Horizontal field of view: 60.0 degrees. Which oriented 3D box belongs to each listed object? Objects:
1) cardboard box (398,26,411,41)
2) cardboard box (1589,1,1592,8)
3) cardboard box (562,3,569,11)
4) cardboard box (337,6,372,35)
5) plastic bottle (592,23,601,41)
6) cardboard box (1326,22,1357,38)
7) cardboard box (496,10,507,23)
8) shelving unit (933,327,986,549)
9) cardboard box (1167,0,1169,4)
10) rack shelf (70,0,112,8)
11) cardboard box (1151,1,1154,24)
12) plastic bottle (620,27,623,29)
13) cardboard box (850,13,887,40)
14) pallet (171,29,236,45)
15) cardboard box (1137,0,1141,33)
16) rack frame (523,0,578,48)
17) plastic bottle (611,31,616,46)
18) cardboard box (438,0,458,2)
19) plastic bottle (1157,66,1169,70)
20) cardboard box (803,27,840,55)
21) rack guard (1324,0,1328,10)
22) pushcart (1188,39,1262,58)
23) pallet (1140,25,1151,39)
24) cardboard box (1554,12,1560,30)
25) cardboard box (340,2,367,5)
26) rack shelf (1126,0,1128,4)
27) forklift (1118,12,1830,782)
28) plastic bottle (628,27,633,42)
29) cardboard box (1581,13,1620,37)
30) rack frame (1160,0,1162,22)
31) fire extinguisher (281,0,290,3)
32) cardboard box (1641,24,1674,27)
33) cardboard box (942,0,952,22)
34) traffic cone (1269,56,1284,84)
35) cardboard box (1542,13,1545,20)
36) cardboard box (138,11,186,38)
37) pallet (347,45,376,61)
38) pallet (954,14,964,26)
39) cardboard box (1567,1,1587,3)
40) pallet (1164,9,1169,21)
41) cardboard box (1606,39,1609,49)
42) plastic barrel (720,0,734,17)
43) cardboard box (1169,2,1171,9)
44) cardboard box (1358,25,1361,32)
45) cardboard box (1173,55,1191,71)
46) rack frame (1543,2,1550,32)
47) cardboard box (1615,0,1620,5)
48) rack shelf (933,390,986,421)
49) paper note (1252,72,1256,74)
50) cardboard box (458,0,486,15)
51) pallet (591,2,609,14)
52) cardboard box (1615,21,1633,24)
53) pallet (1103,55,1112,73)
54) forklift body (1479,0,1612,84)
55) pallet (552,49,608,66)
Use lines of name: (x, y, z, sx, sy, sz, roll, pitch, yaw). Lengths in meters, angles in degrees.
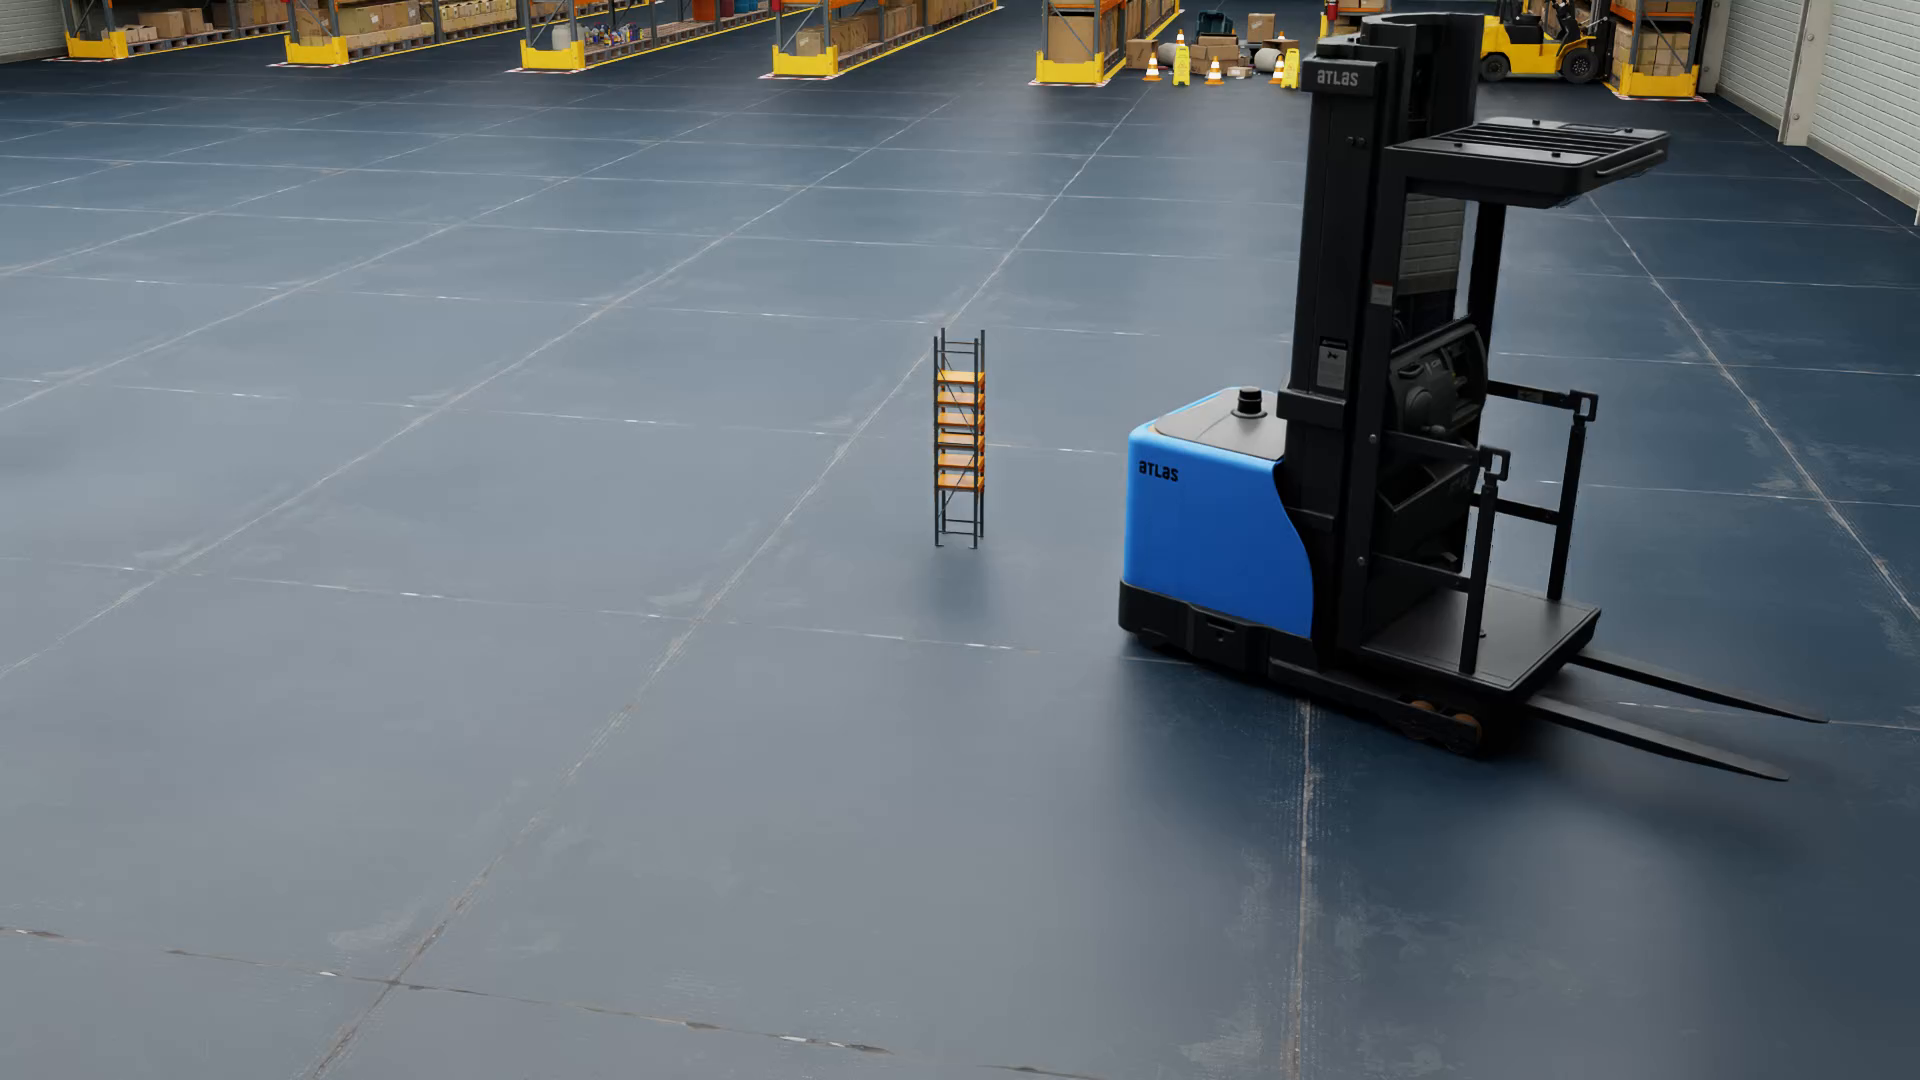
cardboard box: (-11.833, -10.589, 34.750, 0.500, 0.250, 0.500, 4, 22, 11)
cardboard box: (13.938, -11.683, 36.263, 0.380, 0.149, 0.250, 4, 22, 10)
cardboard box: (-10.153, -13.627, 41.930, 0.500, 0.500, 0.500, 5, 22, 12)
cardboard box: (-12.142, -10.389, 33.248, 0.500, 0.500, 0.500, 4, 22, 11)
plastic bottle: (-7.514, -10.486, 34.332, 0.144, 0.351, 0.185, 4, 22, 9)
cardboard box: (6.841, -9.019, 29.846, 0.500, 0.500, 0.500, 5, 23, 13)
cardboard box: (-10.907, -12.205, 38.761, 0.500, 0.250, 0.500, 4, 22, 10)
shelving unit: (-0.003, -0.551, 9.116, 0.258, 1.200, 0.189, 4, 22, 11)
cardboard box: (5.102, -13.659, 42.110, 0.380, 0.149, 0.250, 5, 22, 11)
rack shelf: (-17.012, -11.533, 34.938, 1.077, 0.370, 4.000, 4, 22, 11)
cardboard box: (4.188, -12.160, 38.316, 0.500, 0.500, 0.500, 4, 22, 10)
plastic bottle: (-6.943, -10.458, 34.363, 0.152, 0.276, 0.135, 4, 22, 11)
cardboard box: (-1.910, -10.733, 34.746, 0.700, 0.500, 0.500, 3, 22, 7)
pallet: (-16.706, -11.057, 36.525, 1.003, 0.211, 1.213, 4, 22, 11)
cardboard box: (3.383, -11.449, 36.215, 1.050, 0.750, 0.750, 4, 22, 10)
rack frame: (-7.721, -10.380, 31.113, 1.000, 3.000, 0.127, 4, 22, 11)
plastic bottle: (-6.976, -10.084, 33.439, 0.097, 0.271, 0.097, 0, 22, 0)
cardboard box: (-11.641, -12.128, 37.820, 0.500, 0.311, 0.500, 4, 22, 10)
plastic bottle: (3.805, -8.921, 31.422, 0.283, 0.061, 0.133, -3, 22, -8)
cardboard box: (-2.640, -9.486, 31.677, 0.500, 0.500, 0.500, 11, 24, 25)
rack guard: (10.099, -13.948, 43.318, 1.175, 0.500, 0.348, 4, 22, 11)
pushcart: (5.403, -9.649, 32.808, 1.648, 0.377, 0.936, -3, 22, -8)
pallet: (3.756, -11.506, 37.640, 1.003, 0.211, 1.213, 4, 22, 11)
cardboard box: (13.502, -11.568, 36.845, 0.500, 0.500, 0.500, 4, 22, 9)
cardboard box: (-12.458, -10.795, 34.257, 0.500, 0.500, 0.500, 4, 22, 11)
rack shelf: (3.187, -11.448, 34.728, 1.077, 0.370, 4.000, 4, 22, 11)
forklift: (2.238, -0.672, 7.099, 3.031, 2.935, 1.130, 17, 27, 36)
plastic bottle: (-6.786, -10.397, 34.201, 0.061, 0.283, 0.133, 6, 23, 14)
cardboard box: (12.918, -10.177, 33.223, 0.875, 0.625, 0.625, 4, 22, 9)
rack frame: (4.411, -13.976, 40.042, 1.000, 3.000, 0.127, 4, 22, 11)
fire extinguisher: (-13.048, -10.716, 32.049, 0.296, 0.674, 0.183, 4, 22, 11)
cardboard box: (12.295, -8.967, 29.383, 0.500, 0.250, 0.500, 4, 22, 10)
cardboard box: (-0.889, -12.714, 39.189, 1.225, 0.875, 0.875, 5, 22, 11)
traffic cone: (5.654, -8.326, 29.408, 0.336, 0.463, 0.334, 4, 22, 11)
cardboard box: (13.964, -12.358, 39.276, 0.380, 0.149, 0.250, 4, 22, 9)
cardboard box: (-16.875, -10.899, 35.158, 0.700, 0.500, 0.500, 3, 22, 8)
pallet: (-12.454, -9.749, 33.277, 1.003, 0.211, 1.213, 4, 22, 11)
pallet: (-0.507, -12.810, 40.878, 1.003, 0.211, 1.213, 4, 22, 11)
cardboard box: (13.395, -11.620, 36.107, 0.380, 0.149, 0.250, 5, 22, 12)
pallet: (4.760, -13.379, 42.290, 1.003, 0.211, 1.213, 4, 22, 11)
cardboard box: (11.786, -8.779, 29.586, 0.500, 0.250, 0.500, 4, 22, 11)
plastic barrel: (-5.775, -12.976, 40.222, 0.600, 0.588, 0.708, 4, 22, 11)
cardboard box: (5.204, -13.722, 42.664, 0.380, 0.149, 0.250, 3, 22, 9)
cardboard box: (7.269, -8.797, 29.296, 0.500, 0.500, 0.500, 4, 22, 9)
cardboard box: (4.231, -9.013, 31.378, 0.396, 0.266, 0.258, 8, 23, 20)
rack frame: (14.138, -13.259, 38.260, 1.000, 3.000, 0.127, 4, 22, 11)
cardboard box: (11.844, -9.678, 29.235, 0.500, 0.500, 0.500, 5, 22, 11)
rack shelf: (-0.003, -0.733, 9.043, 0.258, 0.103, 0.180, 4, 22, 11)
paper note: (5.394, -8.662, 30.834, 0.148, 0.019, 0.142, 13, 25, 29)
cardboard box: (-11.113, -12.096, 37.741, 0.500, 0.311, 0.500, 5, 22, 12)
pallet: (-9.980, -14.106, 44.095, 1.003, 0.211, 1.213, 4, 22, 11)
cardboard box: (11.895, -9.194, 29.948, 0.500, 0.250, 0.500, 5, 23, 13)
pallet: (2.300, -9.037, 31.511, 1.003, 0.211, 1.213, 4, 22, 11)
forklift body: (10.290, -9.309, 29.589, 2.313, 2.155, 1.214, 4, 22, 11)
pallet: (-7.581, -9.415, 32.448, 1.003, 0.211, 1.213, 4, 22, 11)
